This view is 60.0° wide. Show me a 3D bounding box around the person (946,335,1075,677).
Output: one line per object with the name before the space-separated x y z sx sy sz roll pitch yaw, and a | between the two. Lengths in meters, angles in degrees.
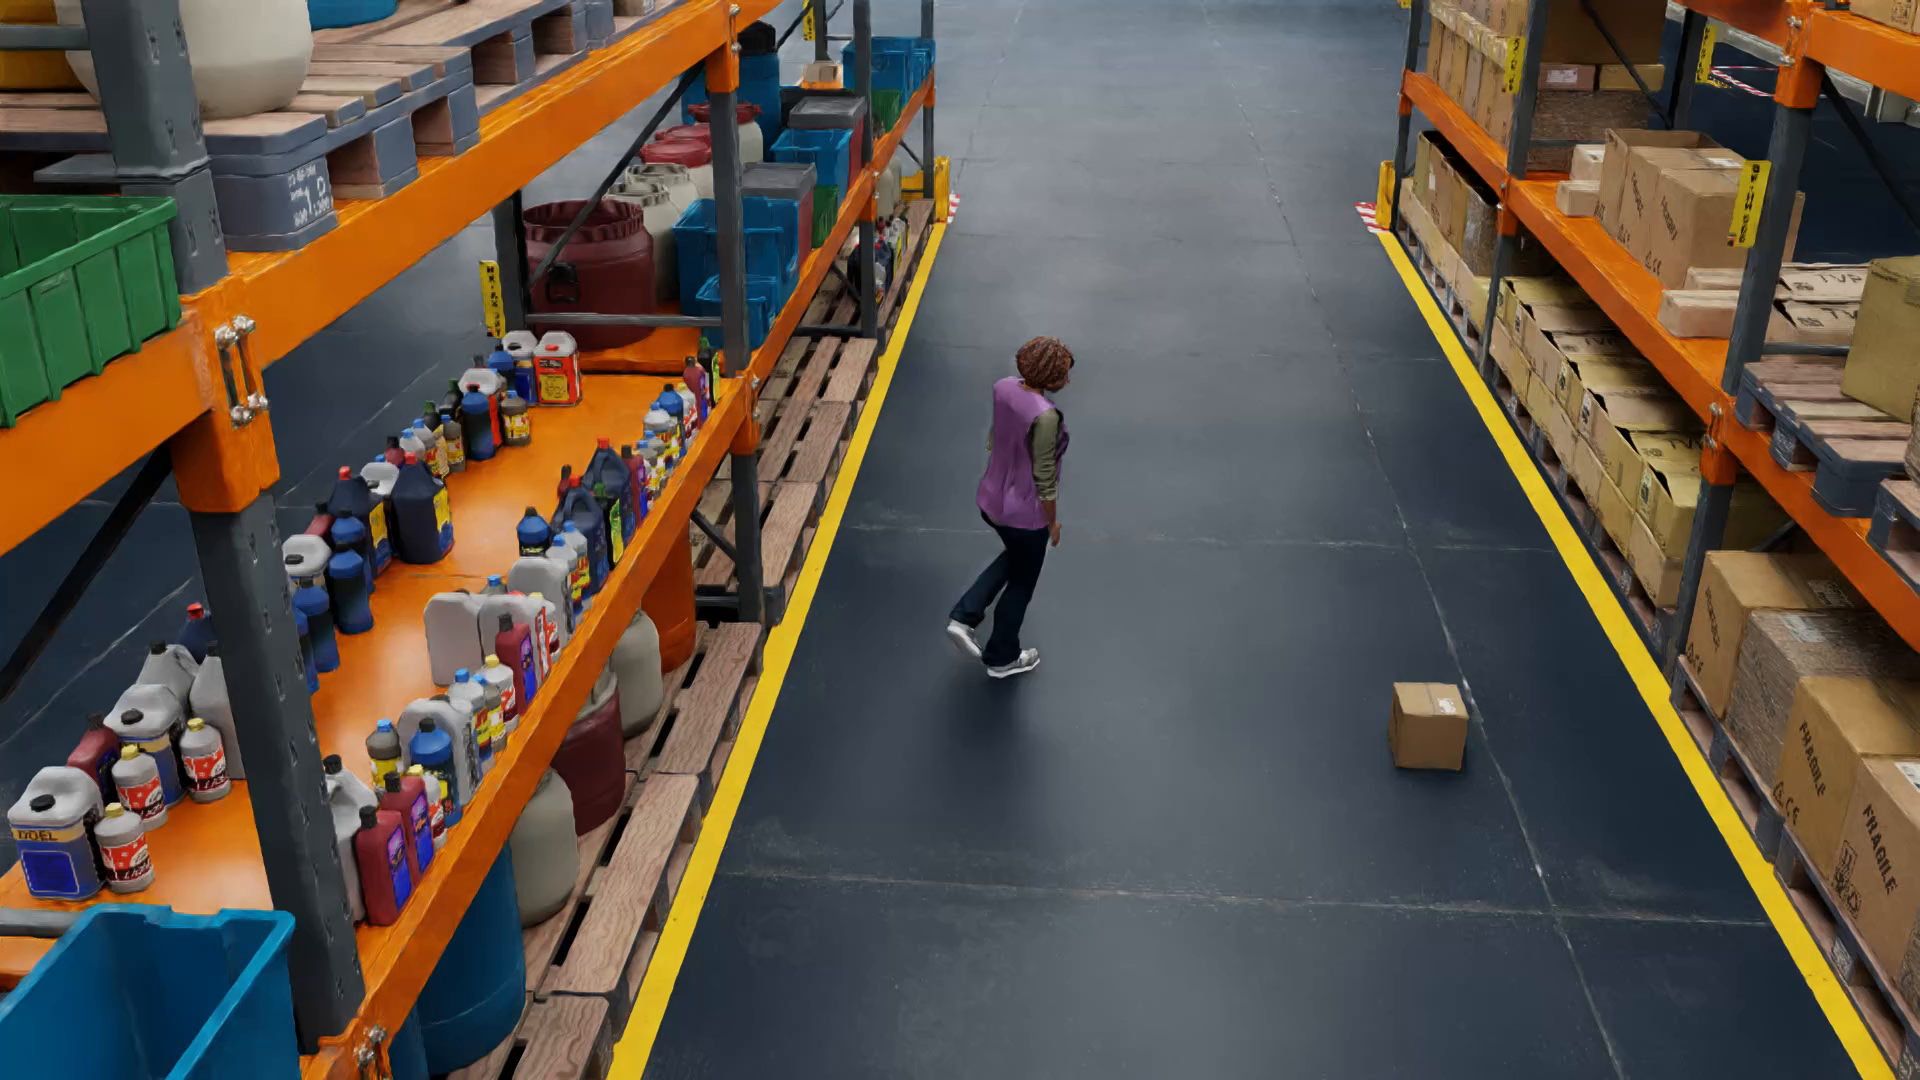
person | 0.209 -0.101 6.850 0.447 1.577 0.462 -15 29 -28
